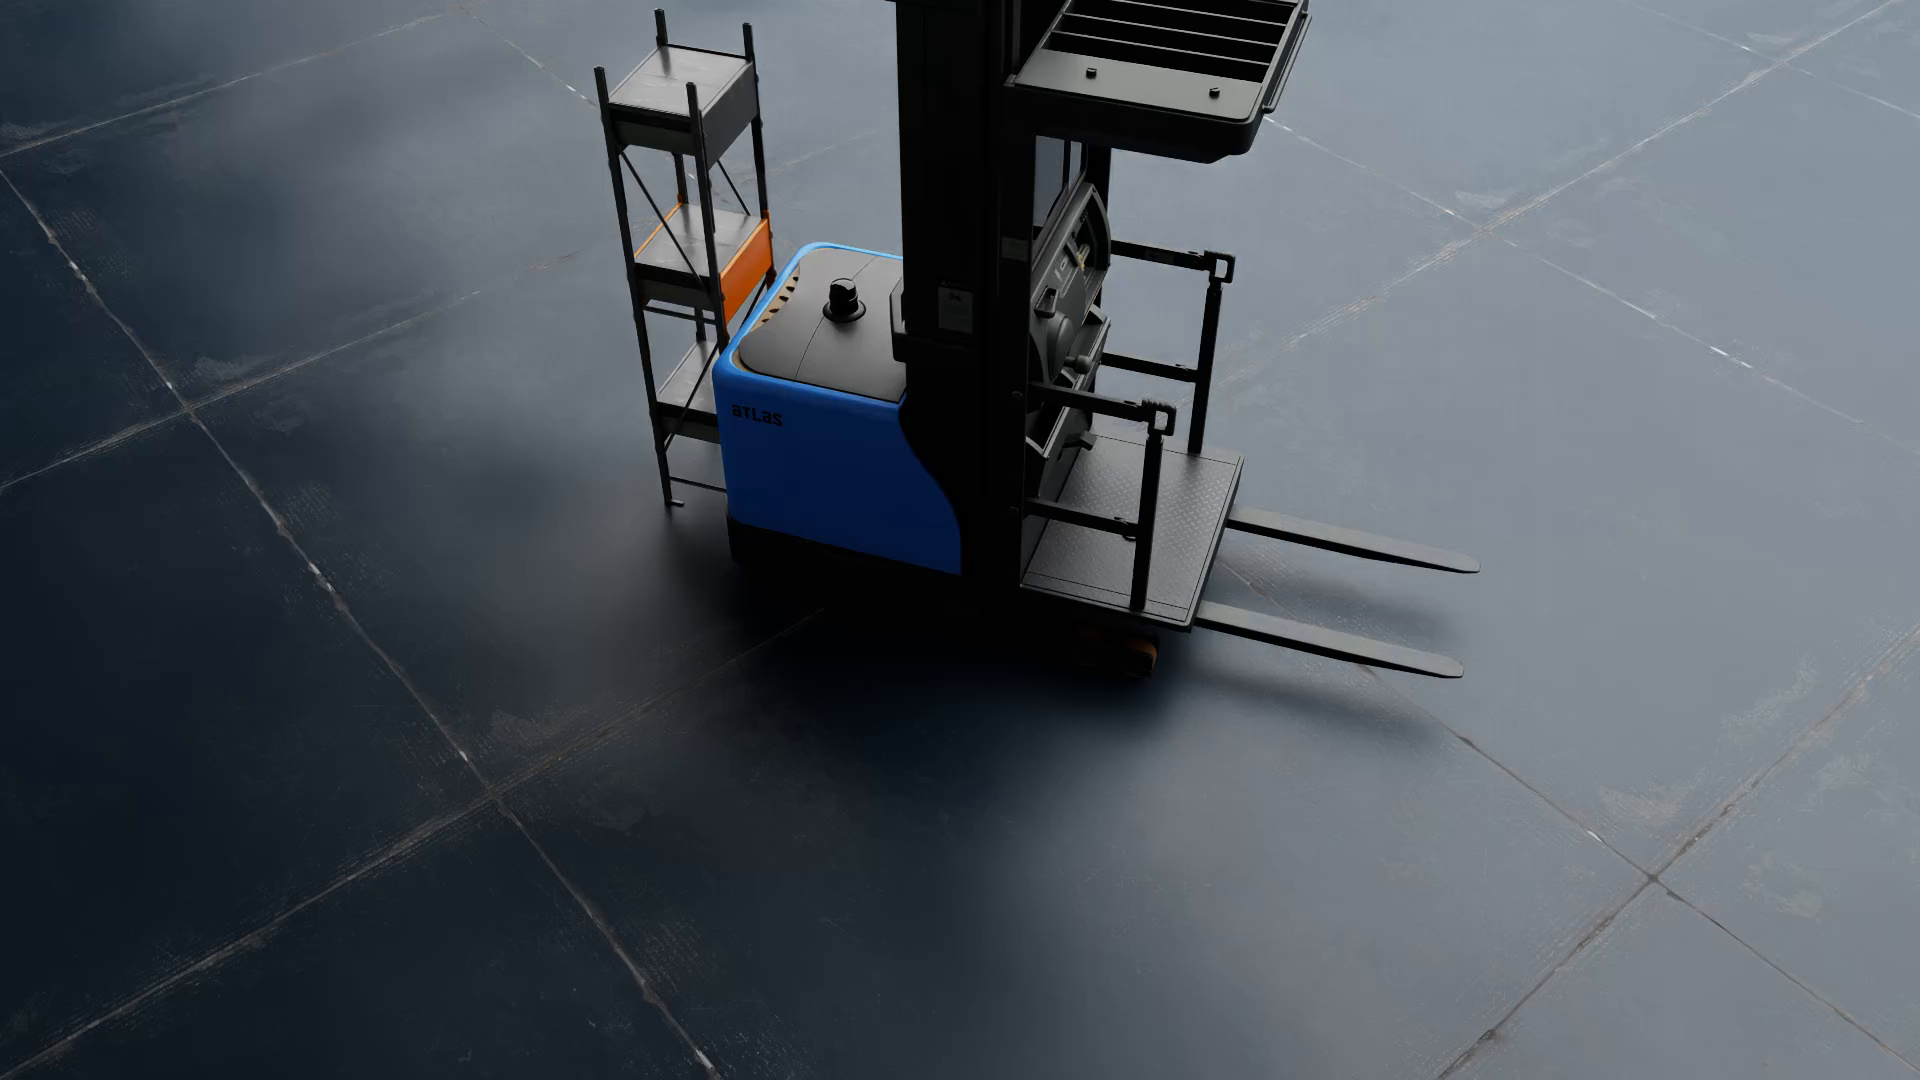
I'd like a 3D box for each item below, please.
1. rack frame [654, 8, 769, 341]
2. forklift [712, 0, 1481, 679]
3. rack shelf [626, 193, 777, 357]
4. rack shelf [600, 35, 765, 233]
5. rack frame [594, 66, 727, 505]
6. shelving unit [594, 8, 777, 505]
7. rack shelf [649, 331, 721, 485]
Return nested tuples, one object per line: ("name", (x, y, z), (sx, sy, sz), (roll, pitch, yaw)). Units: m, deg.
("rack frame", (-0.973, -1.215, 7.010), (0.400, 2.100, 0.015), (13, 45, 14))
("forklift", (0.597, -0.930, 6.099), (3.031, 2.935, 1.130), (13, 45, 14))
("rack shelf", (-1.051, -1.047, 6.851), (0.431, 0.518, 0.480), (13, 45, 14))
("rack shelf", (-1.051, -1.557, 6.372), (0.431, 0.518, 0.480), (13, 45, 14))
("rack frame", (-1.130, -0.899, 6.673), (0.400, 2.100, 0.015), (13, 45, 14))
("shelving unit", (-1.051, -1.057, 6.842), (0.431, 2.100, 0.503), (13, 45, 14))
("rack shelf", (-1.051, -0.537, 7.330), (0.431, 0.518, 0.480), (13, 45, 14))
